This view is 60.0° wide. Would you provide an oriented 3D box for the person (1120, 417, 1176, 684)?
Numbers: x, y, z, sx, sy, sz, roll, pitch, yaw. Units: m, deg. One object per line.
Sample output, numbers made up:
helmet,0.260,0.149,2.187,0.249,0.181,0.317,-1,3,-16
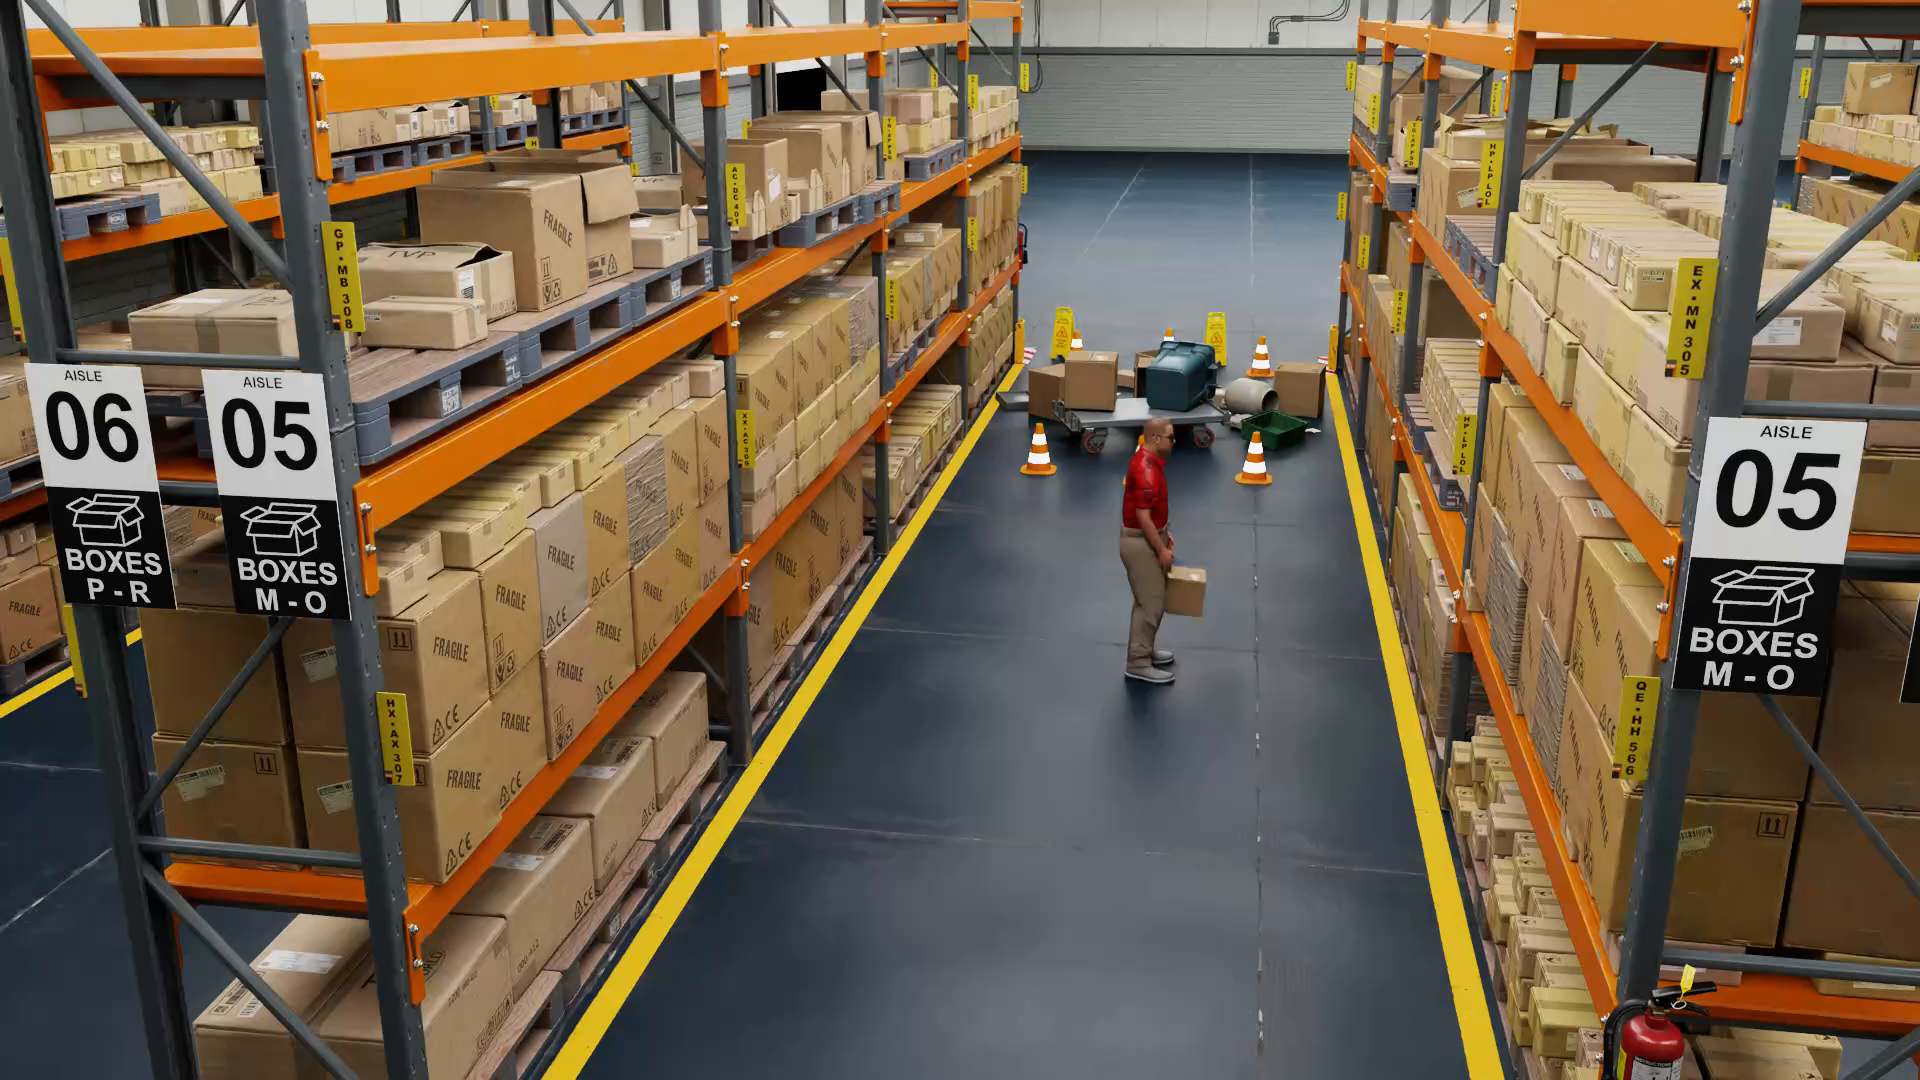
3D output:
person,1.251,0.040,10.942,0.392,1.731,0.558,2,18,7
